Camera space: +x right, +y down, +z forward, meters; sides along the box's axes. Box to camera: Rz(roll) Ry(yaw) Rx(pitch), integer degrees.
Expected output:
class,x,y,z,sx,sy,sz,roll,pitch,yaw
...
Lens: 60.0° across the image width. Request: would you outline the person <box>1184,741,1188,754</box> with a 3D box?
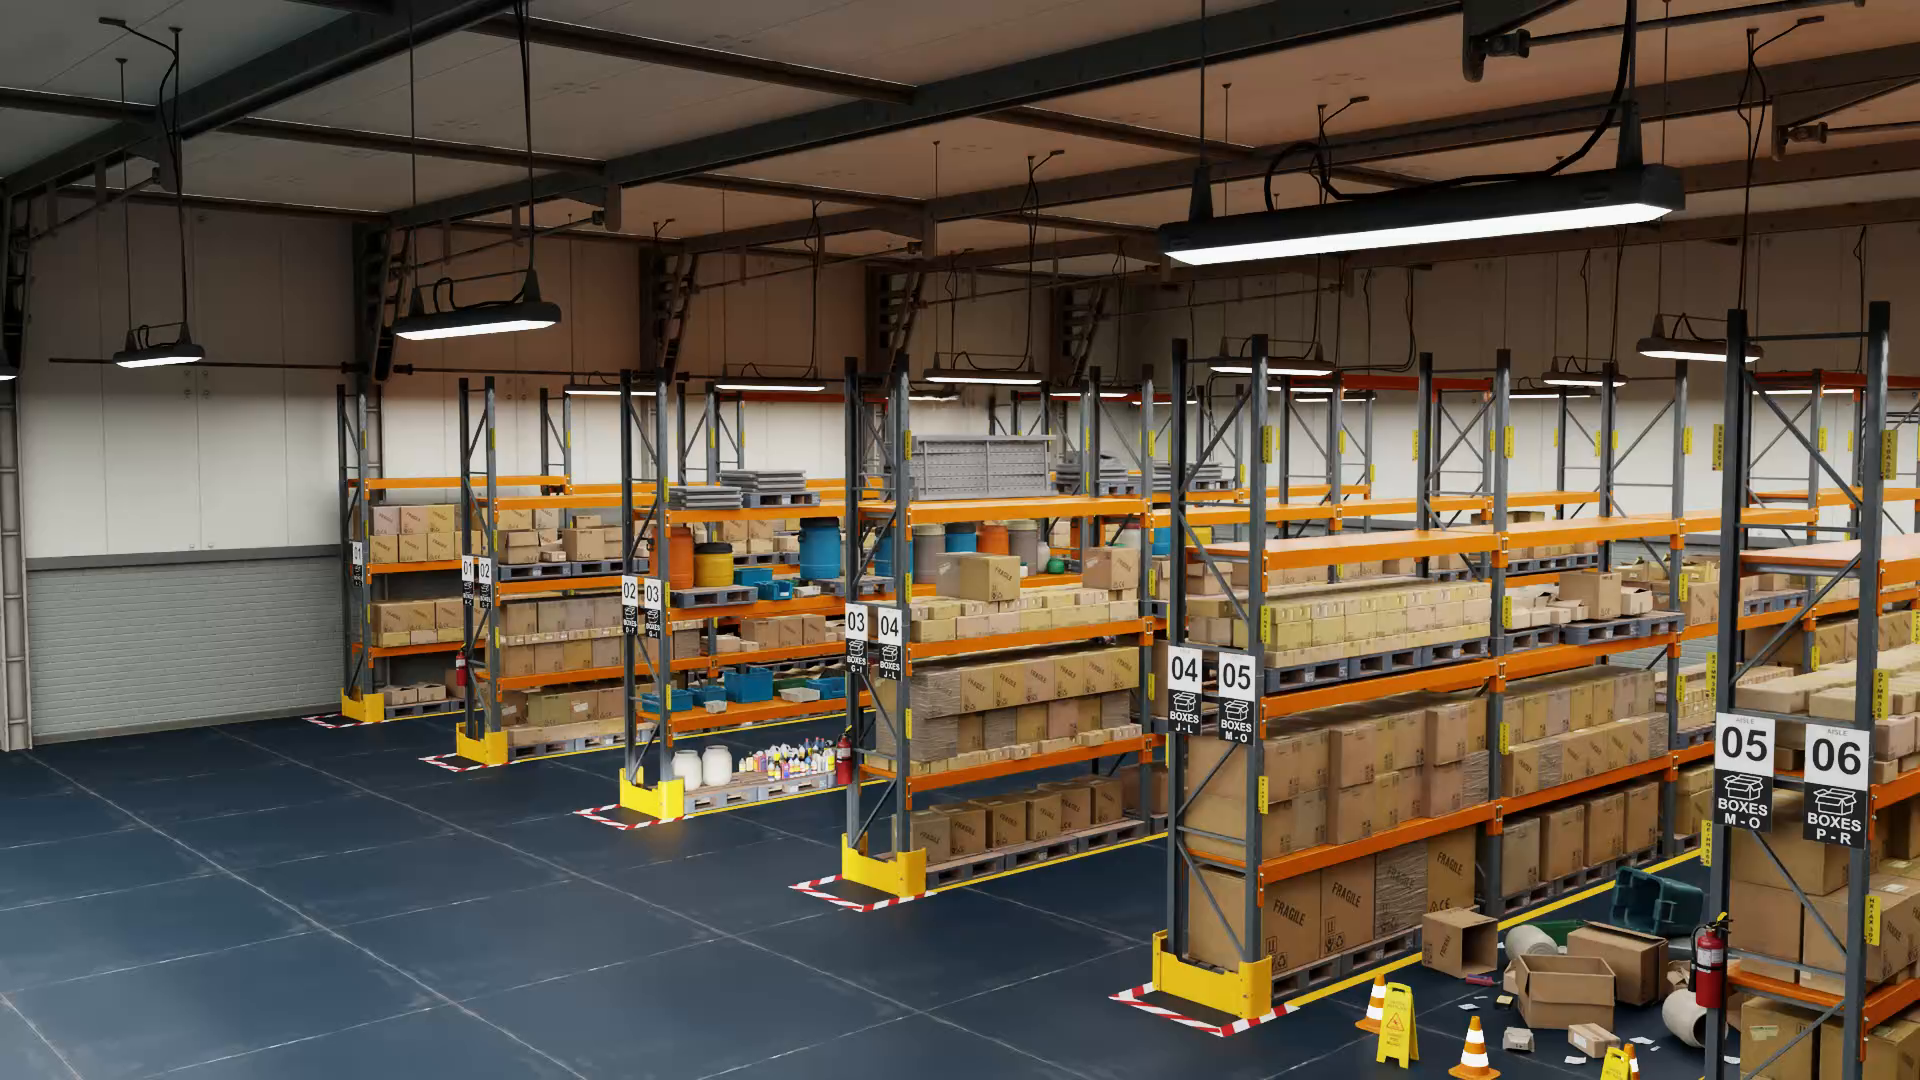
class,x,y,z,sx,sy,sz,roll,pitch,yaw
person,3.502,2.668,25.075,0.777,1.784,0.638,-3,5,-39
